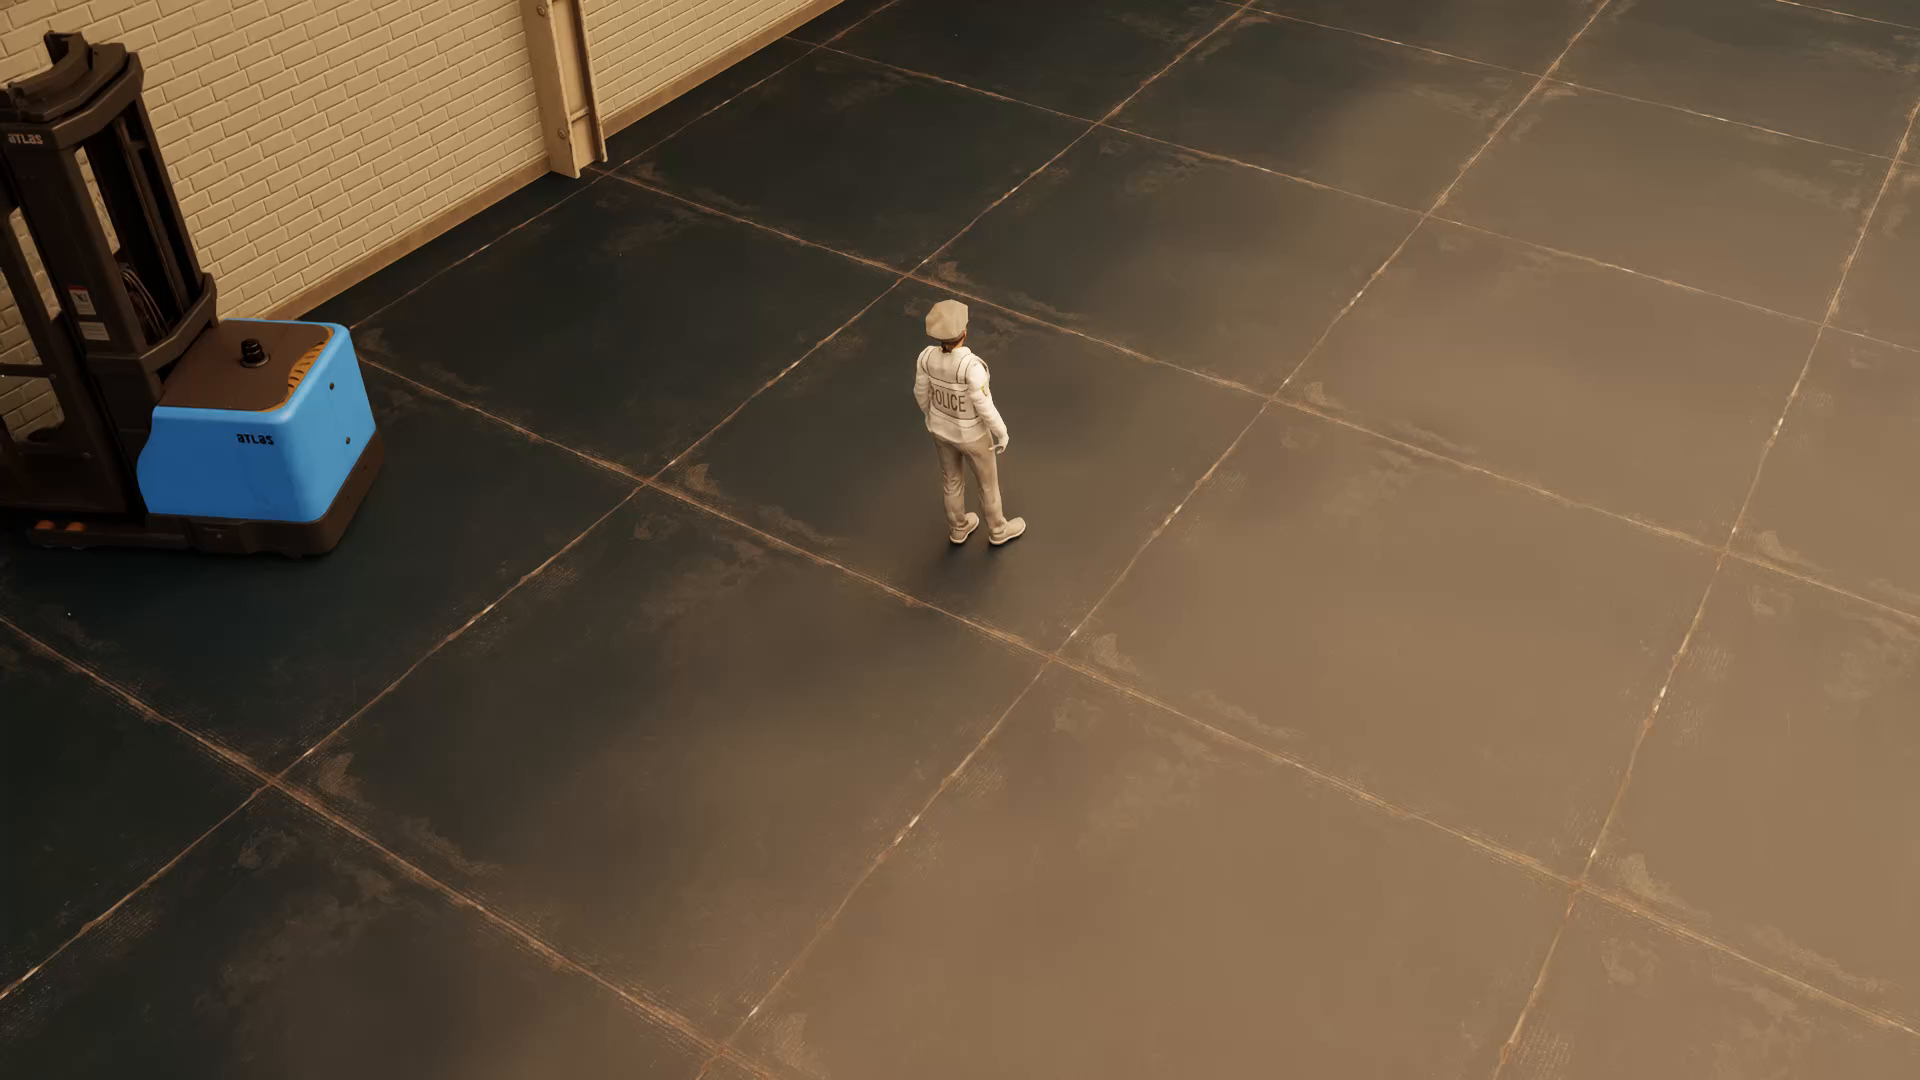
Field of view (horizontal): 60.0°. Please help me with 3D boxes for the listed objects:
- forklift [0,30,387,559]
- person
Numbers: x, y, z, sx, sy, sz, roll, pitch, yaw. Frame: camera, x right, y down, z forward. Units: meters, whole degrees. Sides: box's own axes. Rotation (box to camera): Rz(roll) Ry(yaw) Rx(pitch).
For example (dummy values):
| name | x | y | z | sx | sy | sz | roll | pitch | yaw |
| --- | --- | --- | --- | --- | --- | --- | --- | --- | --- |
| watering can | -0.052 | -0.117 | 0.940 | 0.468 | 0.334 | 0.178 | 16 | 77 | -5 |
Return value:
| name | x | y | z | sx | sy | sz | roll | pitch | yaw |
| --- | --- | --- | --- | --- | --- | --- | --- | --- | --- |
| forklift | -5.252 | -1.398 | 9.616 | 3.031 | 2.935 | 1.130 | 3 | 40 | 4 |
| person | 0.042 | -0.687 | 9.723 | 0.587 | 1.695 | 0.531 | 22 | 45 | 24 |
